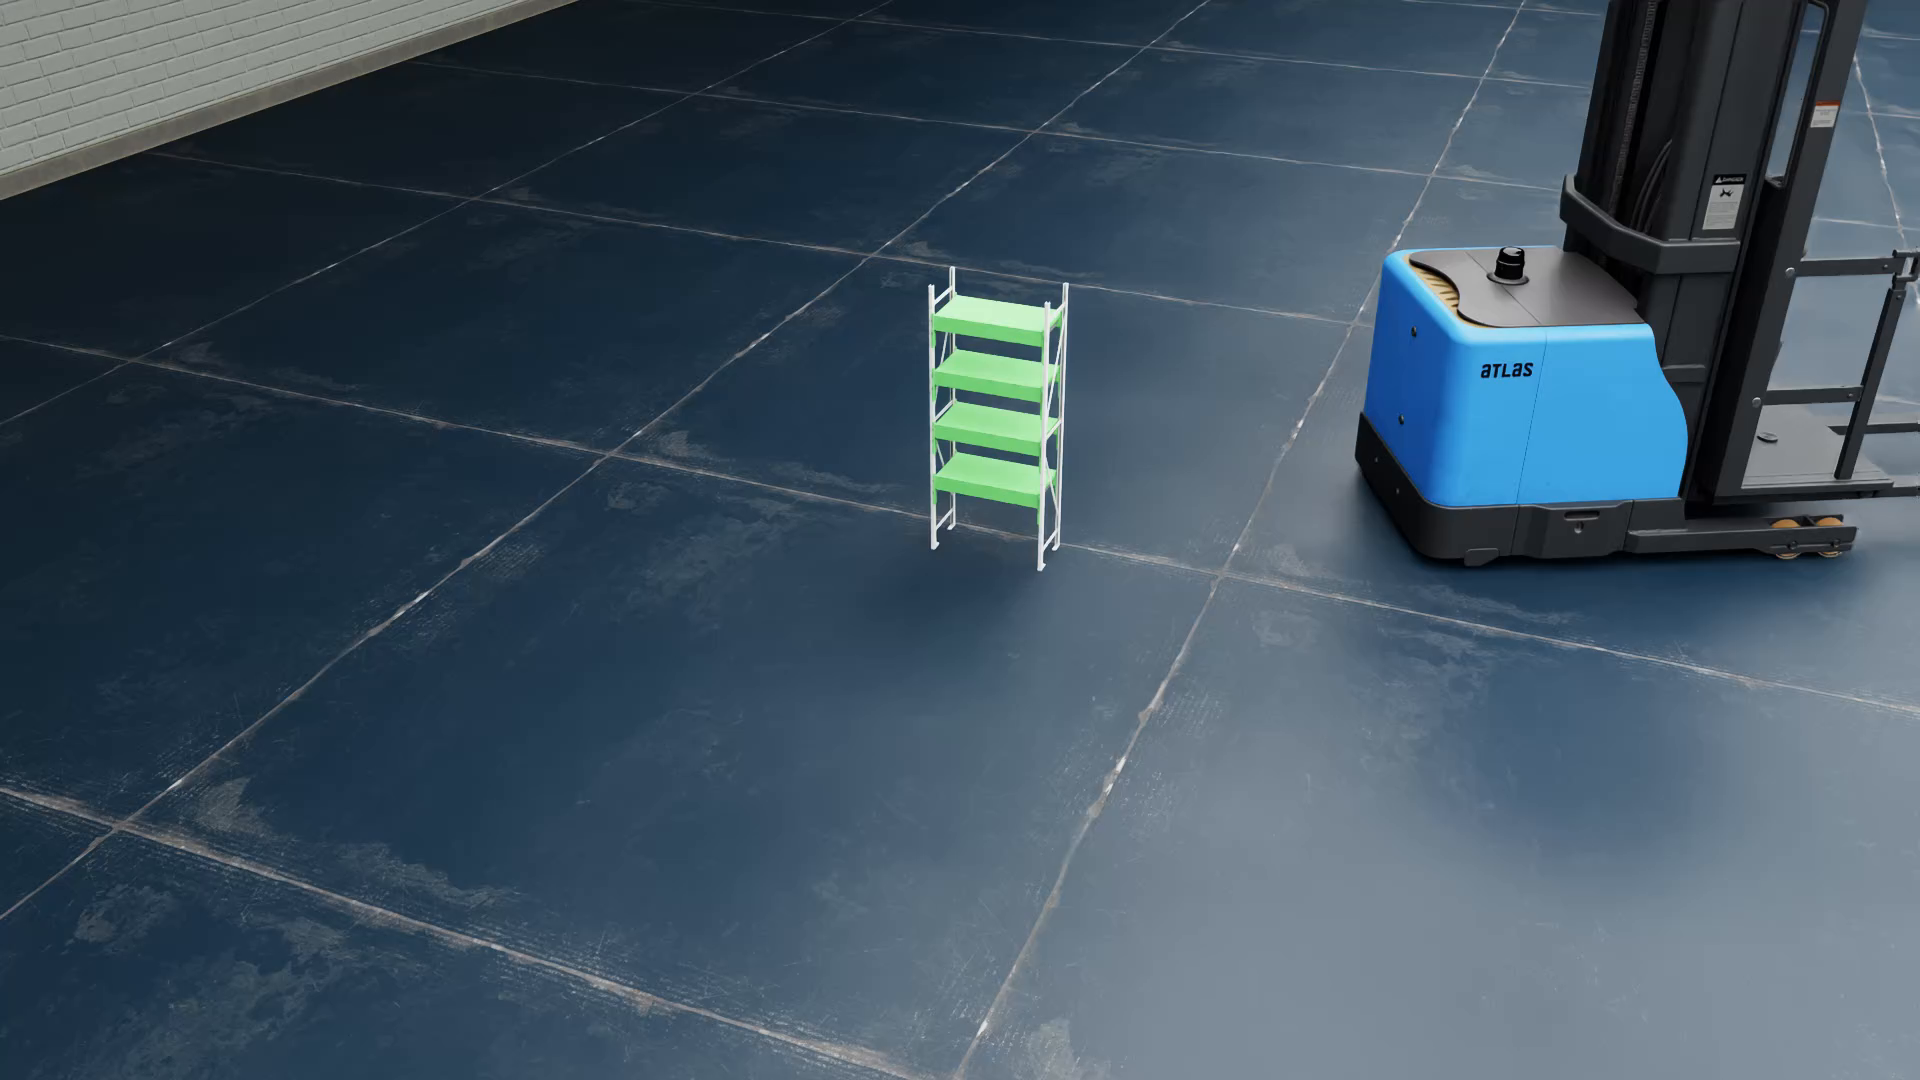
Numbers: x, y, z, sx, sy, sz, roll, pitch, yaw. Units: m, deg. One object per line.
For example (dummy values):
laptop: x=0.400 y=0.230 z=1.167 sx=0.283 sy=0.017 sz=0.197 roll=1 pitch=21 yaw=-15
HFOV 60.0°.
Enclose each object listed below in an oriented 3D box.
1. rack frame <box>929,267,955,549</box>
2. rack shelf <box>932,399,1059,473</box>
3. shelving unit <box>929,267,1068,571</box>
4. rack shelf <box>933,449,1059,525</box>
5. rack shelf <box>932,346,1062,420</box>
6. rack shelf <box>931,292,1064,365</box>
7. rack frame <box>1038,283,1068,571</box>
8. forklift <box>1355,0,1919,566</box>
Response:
rack frame: x=-0.073 y=-0.537 z=6.980 sx=0.015 sy=1.200 sz=0.240 roll=11 pitch=31 yaw=19
rack shelf: x=0.153 y=-0.436 z=6.932 sx=0.480 sy=0.148 sz=0.258 roll=11 pitch=31 yaw=19
shelving unit: x=0.153 y=-0.492 z=6.901 sx=0.503 sy=1.200 sz=0.258 roll=11 pitch=31 yaw=19
rack shelf: x=0.153 y=-0.227 z=7.050 sx=0.480 sy=0.148 sz=0.258 roll=11 pitch=31 yaw=19
rack shelf: x=0.153 y=-0.645 z=6.814 sx=0.480 sy=0.148 sz=0.258 roll=11 pitch=31 yaw=19
rack shelf: x=0.153 y=-0.854 z=6.696 sx=0.480 sy=0.148 sz=0.258 roll=11 pitch=31 yaw=19
rack frame: x=0.379 y=-0.447 z=6.821 sx=0.015 sy=1.200 sz=0.240 roll=11 pitch=31 yaw=19
forklift: x=3.395 y=-1.452 z=6.840 sx=3.031 sy=2.935 sz=1.130 roll=-3 pitch=30 yaw=-4
